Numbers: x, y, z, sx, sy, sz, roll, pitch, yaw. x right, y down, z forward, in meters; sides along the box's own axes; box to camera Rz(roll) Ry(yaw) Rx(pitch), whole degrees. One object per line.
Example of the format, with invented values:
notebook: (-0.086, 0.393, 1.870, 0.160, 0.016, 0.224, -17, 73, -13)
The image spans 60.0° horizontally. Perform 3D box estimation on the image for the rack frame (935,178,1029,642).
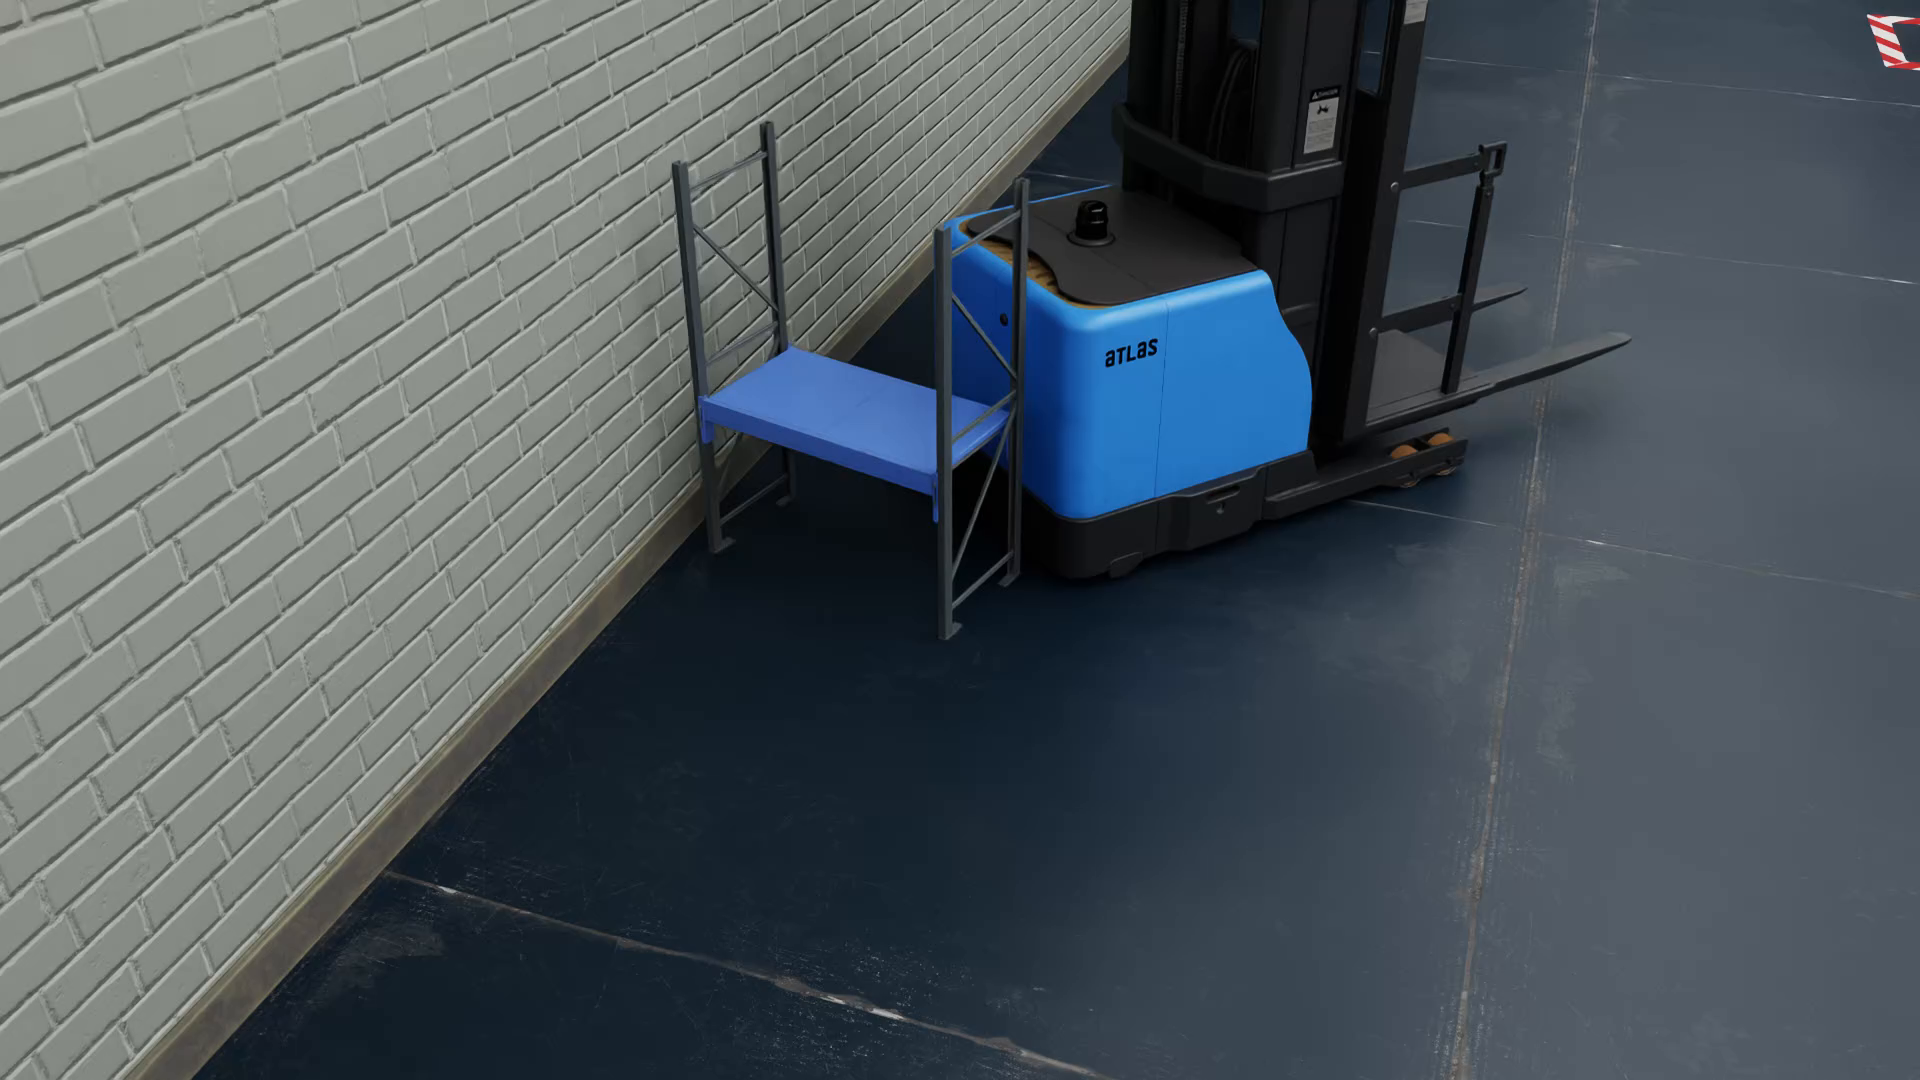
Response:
rack frame: (0.072, -0.398, 5.484, 0.032, 1.500, 0.500, 19, 37, 27)

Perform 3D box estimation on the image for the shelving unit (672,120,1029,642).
shelving unit: (-0.356, -0.547, 5.714, 1.048, 1.500, 0.538, 19, 37, 27)

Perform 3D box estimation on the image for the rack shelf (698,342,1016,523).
rack shelf: (-0.356, -0.396, 5.812, 1.000, 0.185, 0.538, 19, 37, 27)

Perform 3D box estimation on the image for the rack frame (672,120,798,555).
rack frame: (-0.785, -0.695, 5.944, 0.032, 1.500, 0.500, 19, 37, 27)

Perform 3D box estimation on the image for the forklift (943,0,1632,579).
forklift: (1.430, -1.667, 6.130, 3.031, 2.935, 1.130, -17, 37, -25)
